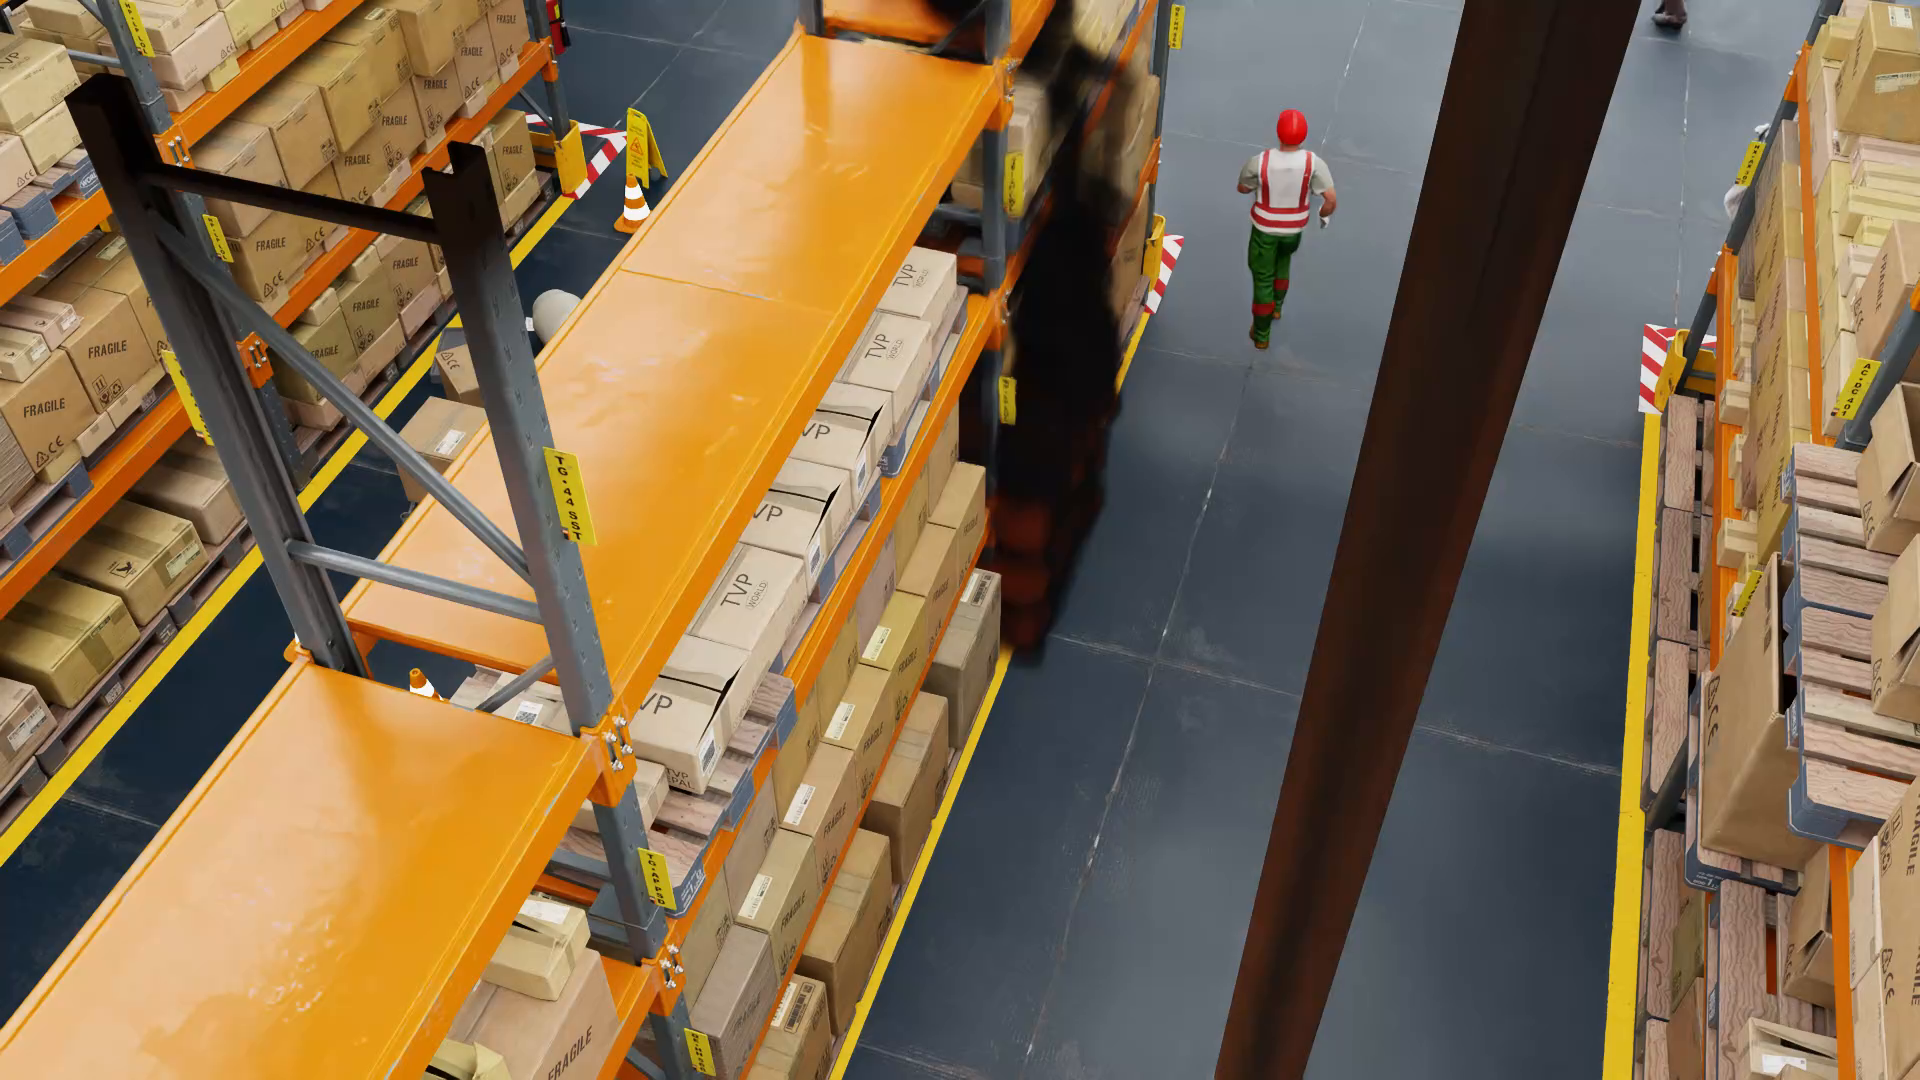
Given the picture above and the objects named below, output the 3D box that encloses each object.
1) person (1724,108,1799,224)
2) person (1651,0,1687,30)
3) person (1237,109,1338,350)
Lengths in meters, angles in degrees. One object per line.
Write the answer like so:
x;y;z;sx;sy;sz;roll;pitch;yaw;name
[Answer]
6.202;-2.842;12.755;0.655;1.679;0.568;-23;50;-21;person
6.661;-5.583;15.438;0.653;1.610;0.636;29;52;25;person
2.220;-2.177;11.631;0.641;1.891;0.734;-2;46;-2;person
